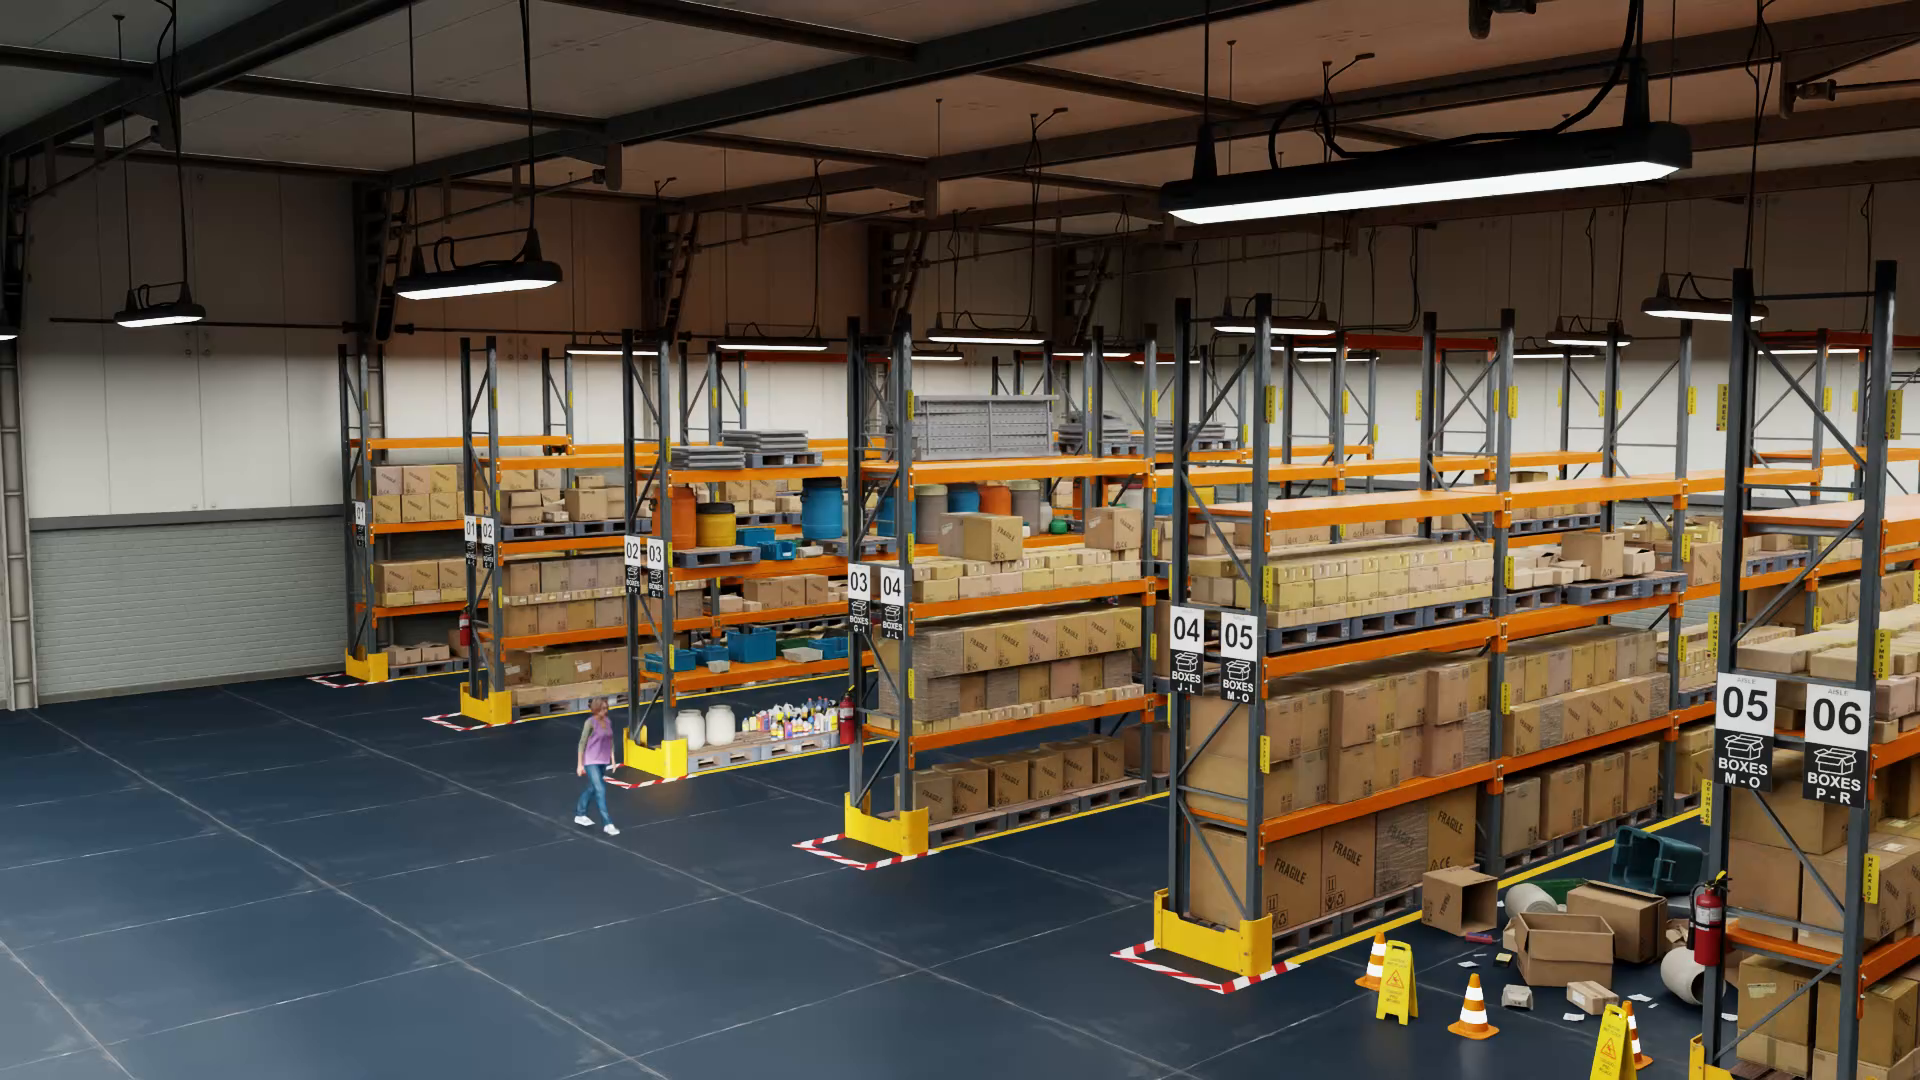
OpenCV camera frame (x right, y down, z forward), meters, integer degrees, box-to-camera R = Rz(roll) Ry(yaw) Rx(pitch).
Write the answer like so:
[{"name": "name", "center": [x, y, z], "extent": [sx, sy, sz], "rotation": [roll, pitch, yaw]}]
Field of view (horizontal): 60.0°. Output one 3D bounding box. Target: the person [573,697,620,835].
[{"name": "person", "center": [-4.246, 2.620, 19.541], "extent": [0.848, 1.551, 0.456], "rotation": [2, 6, 26]}]
